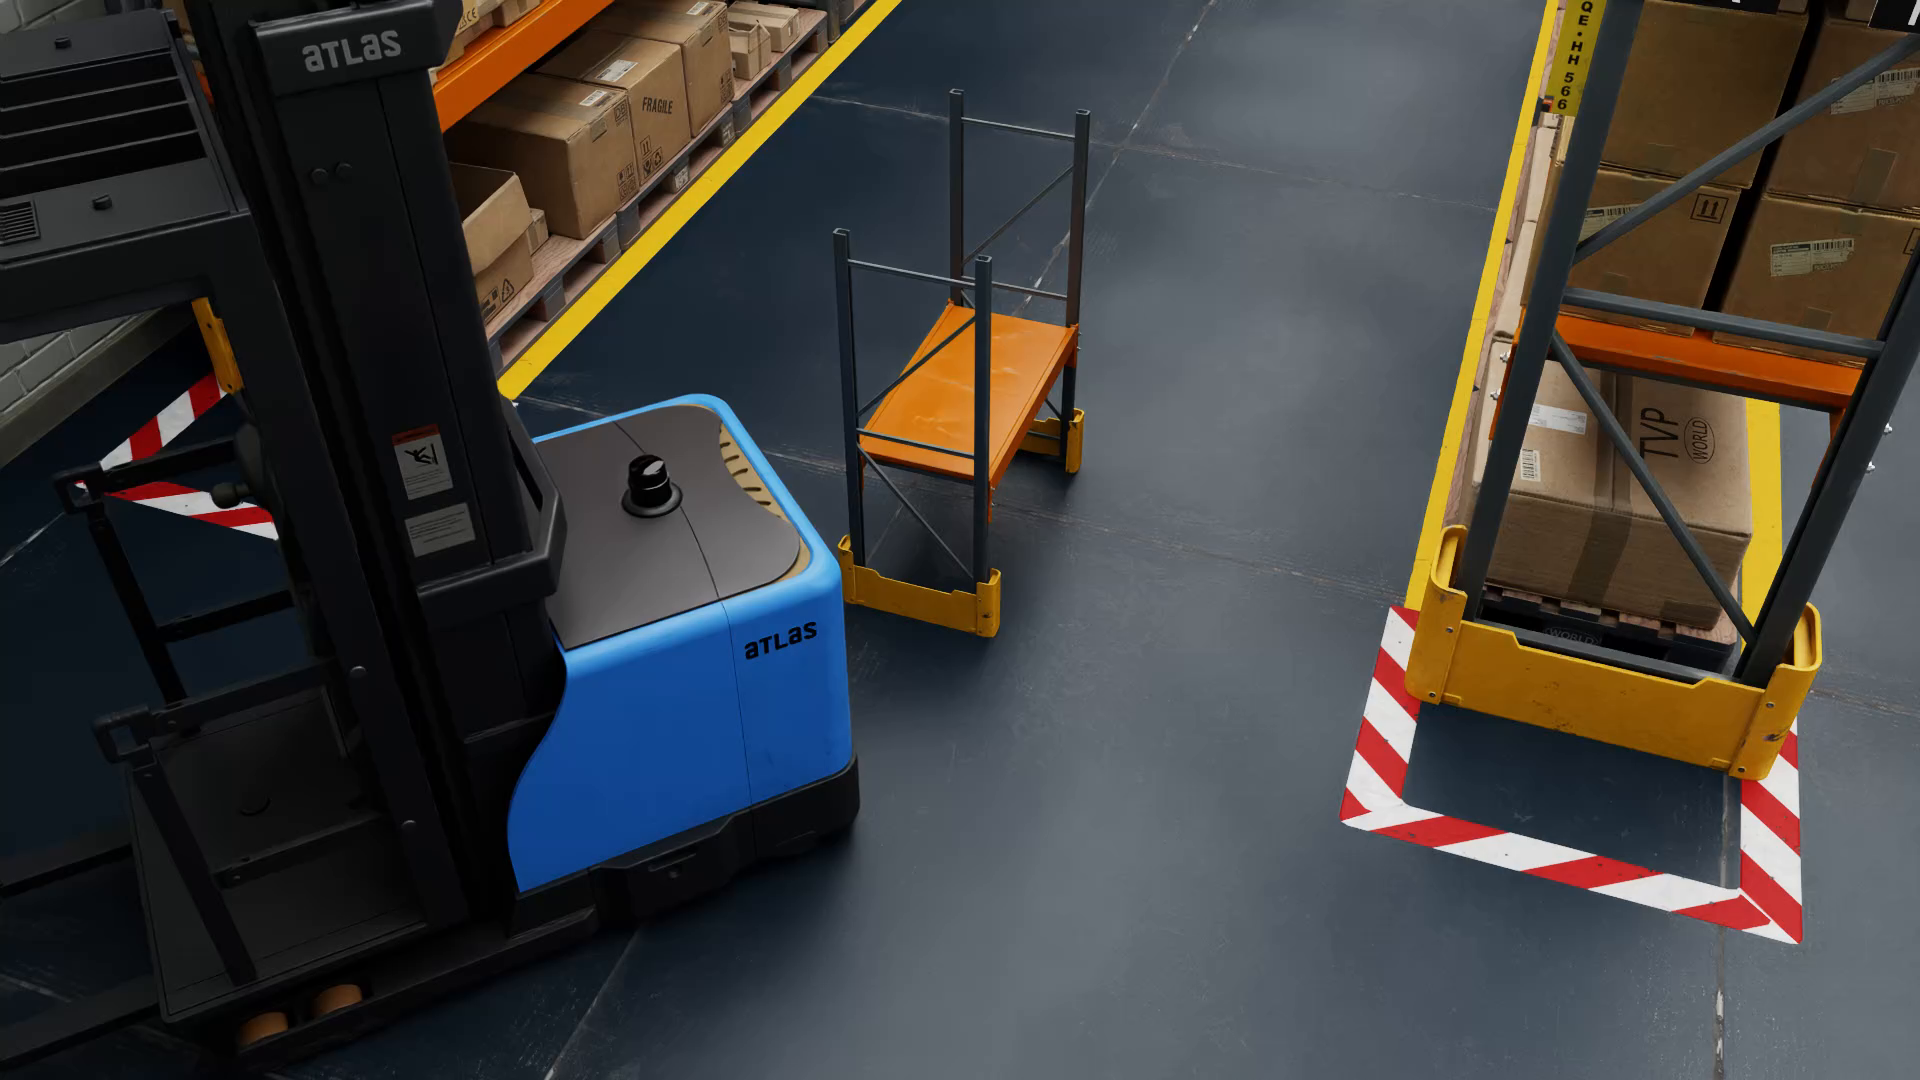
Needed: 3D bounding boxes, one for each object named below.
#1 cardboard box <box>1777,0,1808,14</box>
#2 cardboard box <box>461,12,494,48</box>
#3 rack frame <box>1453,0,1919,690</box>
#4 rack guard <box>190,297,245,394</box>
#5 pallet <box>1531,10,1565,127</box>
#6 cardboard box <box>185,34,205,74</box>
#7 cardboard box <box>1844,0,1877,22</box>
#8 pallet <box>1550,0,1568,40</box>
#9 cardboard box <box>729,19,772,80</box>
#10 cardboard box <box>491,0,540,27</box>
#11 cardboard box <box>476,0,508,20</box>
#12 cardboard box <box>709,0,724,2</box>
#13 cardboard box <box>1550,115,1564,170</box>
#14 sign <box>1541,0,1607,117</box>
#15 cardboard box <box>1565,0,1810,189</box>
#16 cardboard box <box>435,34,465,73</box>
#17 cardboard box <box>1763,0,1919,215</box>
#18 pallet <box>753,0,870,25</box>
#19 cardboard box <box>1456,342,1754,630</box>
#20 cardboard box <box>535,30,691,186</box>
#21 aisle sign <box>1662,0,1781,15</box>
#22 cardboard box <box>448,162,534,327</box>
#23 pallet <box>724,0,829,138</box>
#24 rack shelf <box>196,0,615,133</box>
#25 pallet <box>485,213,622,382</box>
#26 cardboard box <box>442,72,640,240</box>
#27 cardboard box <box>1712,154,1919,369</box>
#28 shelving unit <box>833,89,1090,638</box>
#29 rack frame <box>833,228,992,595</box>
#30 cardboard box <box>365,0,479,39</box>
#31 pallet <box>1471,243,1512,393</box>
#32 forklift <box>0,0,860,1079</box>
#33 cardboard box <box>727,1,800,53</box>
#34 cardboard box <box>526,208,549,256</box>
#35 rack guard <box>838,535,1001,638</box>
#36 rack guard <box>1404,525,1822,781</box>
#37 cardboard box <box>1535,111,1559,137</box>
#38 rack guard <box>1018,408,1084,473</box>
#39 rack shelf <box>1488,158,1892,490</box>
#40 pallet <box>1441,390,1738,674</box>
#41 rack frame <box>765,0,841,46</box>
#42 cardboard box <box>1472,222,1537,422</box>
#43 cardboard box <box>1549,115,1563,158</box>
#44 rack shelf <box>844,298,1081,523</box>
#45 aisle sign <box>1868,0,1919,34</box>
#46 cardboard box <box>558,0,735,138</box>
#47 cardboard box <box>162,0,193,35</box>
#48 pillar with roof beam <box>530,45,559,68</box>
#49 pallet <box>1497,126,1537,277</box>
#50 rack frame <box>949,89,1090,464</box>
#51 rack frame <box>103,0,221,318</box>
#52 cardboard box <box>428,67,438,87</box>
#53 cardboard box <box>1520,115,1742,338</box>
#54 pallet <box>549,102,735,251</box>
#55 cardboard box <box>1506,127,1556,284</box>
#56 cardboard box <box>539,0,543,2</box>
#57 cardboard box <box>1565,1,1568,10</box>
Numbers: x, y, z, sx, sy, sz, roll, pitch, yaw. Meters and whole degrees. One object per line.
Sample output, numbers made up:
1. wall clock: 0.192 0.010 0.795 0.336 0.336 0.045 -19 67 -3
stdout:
1. cardboard box: 2.046 -1.532 4.387 0.380 0.149 0.250 14 42 16
2. cardboard box: -2.084 -2.080 6.571 0.380 0.149 0.250 13 42 15
3. rack frame: 2.111 -0.603 4.646 1.000 3.000 0.127 13 42 15
4. rack guard: -2.529 -0.798 6.800 1.175 0.500 0.348 13 42 15
5. pallet: 3.672 -2.470 8.982 1.003 0.211 1.213 13 42 15
6. cardboard box: -2.694 -1.869 6.323 0.380 0.149 0.250 13 42 15
7. cardboard box: 2.493 -1.424 4.260 0.380 0.149 0.250 14 42 16
8. pallet: 4.087 -3.216 9.857 1.003 0.211 1.213 13 42 15
9. cardboard box: -1.223 -2.639 8.816 0.396 0.266 0.258 15 43 17
10. cardboard box: -1.940 -2.221 6.736 0.380 0.149 0.250 15 43 16
11. cardboard box: -1.974 -2.283 6.502 0.500 0.250 0.500 14 42 16
12. cardboard box: -1.635 -2.929 9.120 0.500 0.311 0.500 15 43 17
13. cardboard box: 2.213 -1.297 5.382 0.500 0.500 0.500 12 42 14
14. sign: 1.606 -1.263 4.345 0.100 0.325 0.005 13 42 15
15. cardboard box: 2.052 -1.369 4.696 0.500 0.500 0.500 15 43 16
16. cardboard box: -2.141 -1.912 6.374 0.380 0.149 0.250 14 43 16
17. cardboard box: 2.543 -1.251 4.558 0.500 0.500 0.500 12 42 14
18. pallet: -0.944 -3.586 10.291 1.003 0.211 1.213 13 42 15
19. cardboard box: 2.243 -0.213 5.839 0.875 0.438 0.875 12 42 14
20. cardboard box: -1.653 -2.077 7.975 0.500 0.500 0.500 14 42 16
21. aisle sign: 1.795 -1.617 3.832 0.394 0.787 0.004 13 42 15
22. cardboard box: -2.257 -1.265 7.021 0.797 0.503 0.637 12 42 13
23. pallet: -1.423 -2.663 9.209 1.003 0.211 1.213 13 42 15
24. rack shelf: -1.871 -2.649 7.598 1.077 0.370 4.000 13 42 15
25. pallet: -2.257 -1.175 7.464 1.003 0.211 1.213 13 42 15
26. cardboard box: -1.928 -1.776 7.623 0.700 0.500 0.500 15 43 17
27. cardboard box: 2.545 -0.871 4.882 0.500 0.500 0.500 13 42 15
28. shelving unit: 0.026 -0.617 5.818 0.587 1.500 1.083 13 42 15
29. rack frame: -0.145 -0.313 5.461 0.500 1.500 0.032 13 42 15
30. cardboard box: -2.146 -1.976 6.141 0.500 0.250 0.500 14 42 15
31. pallet: 2.730 -0.789 7.012 1.003 0.211 1.213 13 42 15
32. forklift: -1.860 -0.057 4.059 3.031 2.935 1.130 -18 44 -20
33. cardboard box: -1.101 -2.813 9.109 0.380 0.149 0.250 12 42 14
34. cardboard box: -2.075 -1.381 7.430 0.380 0.149 0.250 12 42 13
35. rack guard: -0.144 0.162 5.867 0.587 0.250 0.087 13 42 15
36. rack guard: 2.103 0.362 5.440 1.175 0.500 0.348 13 42 15
37. cardboard box: 3.163 -1.869 7.780 0.875 0.438 0.875 13 42 14
38. rack guard: 0.196 -0.445 6.579 0.587 0.250 0.087 13 42 15
39. rack shelf: 2.795 -1.550 6.309 1.077 0.370 4.000 13 42 15
40. pallet: 2.311 -0.048 6.143 1.003 0.211 1.213 13 42 15
41. rack frame: -1.187 -4.143 8.794 1.000 3.000 0.127 13 42 15
42. cardboard box: 2.548 -0.773 6.496 0.875 0.438 0.875 14 43 16
43. cardboard box: 2.380 -1.613 5.753 0.500 0.500 0.500 14 43 16
44. rack shelf: 0.029 -0.486 5.941 0.538 0.185 1.000 13 42 15
45. aisle sign: 2.359 -1.484 3.676 0.394 0.787 0.004 13 42 15
46. cardboard box: -1.573 -2.410 8.366 0.700 0.500 0.500 12 42 13
47. cardboard box: -2.647 -2.098 6.285 0.500 0.250 0.500 14 43 16
48. pillar with roof beam: 1.773 -5.245 5.464 9.100 9.000 0.400 13 42 15
49. pallet: 3.145 -1.536 7.888 1.003 0.211 1.213 13 42 15
50. rack frame: 0.203 -0.933 6.188 0.500 1.500 0.032 13 42 15
51. rack frame: -2.555 -1.703 5.935 1.000 3.000 0.127 13 42 15
52. cardboard box: -2.184 -1.747 6.180 0.380 0.149 0.250 13 42 15
53. cardboard box: 2.027 -0.994 5.027 0.500 0.500 0.500 14 42 15
54. pallet: -1.838 -1.916 8.334 1.003 0.211 1.213 13 42 15
55. cardboard box: 2.858 -1.323 7.140 0.875 0.438 0.875 12 42 14
56. cardboard box: -1.854 -2.384 6.927 0.380 0.149 0.250 14 42 16
57. cardboard box: 3.917 -3.343 9.171 0.875 0.875 0.875 14 43 16
